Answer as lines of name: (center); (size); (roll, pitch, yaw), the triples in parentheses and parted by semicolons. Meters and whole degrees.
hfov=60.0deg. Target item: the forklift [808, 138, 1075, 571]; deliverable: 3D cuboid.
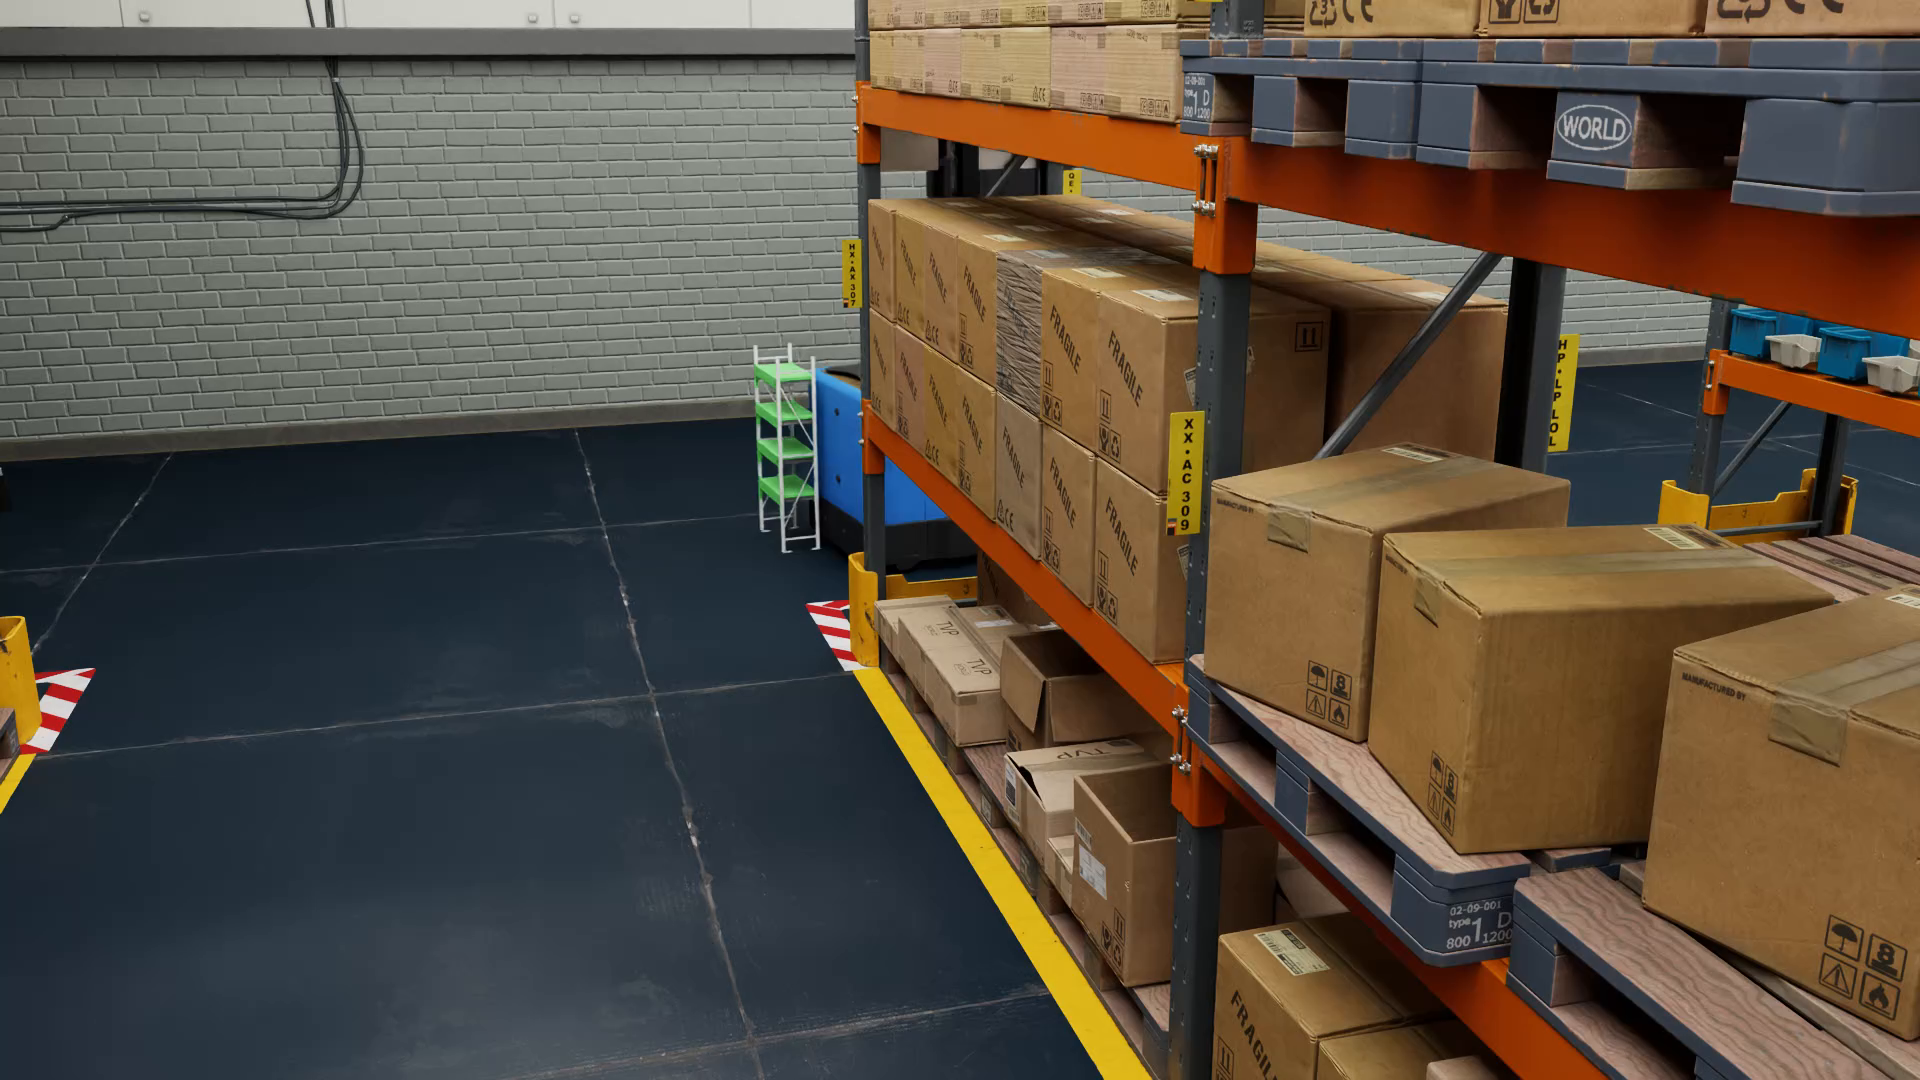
forklift: (0.605, -1.495, 10.334); (3.031, 2.935, 1.130); (-8, 18, -25)

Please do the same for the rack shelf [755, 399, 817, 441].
rack shelf: (-1.071, -0.741, 10.220); (0.258, 0.148, 0.480); (-7, 18, -21)

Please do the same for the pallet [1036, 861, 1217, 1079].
pallet: (0.918, 1.344, 5.612); (1.003, 0.211, 1.213); (-5, 17, -15)

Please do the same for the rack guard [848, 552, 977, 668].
rack guard: (0.028, 0.310, 8.551); (1.175, 0.500, 0.348); (-5, 17, -15)

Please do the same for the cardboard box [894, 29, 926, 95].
cardboard box: (0.029, -1.971, 6.848); (0.500, 0.250, 0.500); (-5, 17, -15)

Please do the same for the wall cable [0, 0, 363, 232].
wall cable: (-5.966, -3.494, 11.840); (3.097, 2.526, 0.112); (-5, 17, -15)

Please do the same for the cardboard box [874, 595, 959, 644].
cardboard box: (-0.208, 0.389, 8.132); (0.380, 0.149, 0.250); (-5, 17, -15)

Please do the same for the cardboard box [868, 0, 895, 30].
cardboard box: (-0.102, -2.350, 7.238); (0.500, 0.250, 0.500); (-5, 17, -15)

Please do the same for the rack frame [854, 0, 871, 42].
rack frame: (0.007, -3.781, 7.398); (1.000, 3.000, 0.127); (-5, 17, -15)

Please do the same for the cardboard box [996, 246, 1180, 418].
cardboard box: (0.437, -0.729, 5.753); (0.500, 0.500, 0.500); (-5, 17, -15)

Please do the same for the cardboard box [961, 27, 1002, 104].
cardboard box: (0.311, -1.695, 5.929); (0.500, 0.250, 0.500); (-5, 17, -15)

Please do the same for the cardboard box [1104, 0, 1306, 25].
cardboard box: (0.711, -1.519, 4.473); (0.500, 0.250, 0.500); (-5, 17, -15)

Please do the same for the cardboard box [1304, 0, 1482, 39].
cardboard box: (1.174, -1.390, 3.574); (0.600, 0.600, 0.600); (-6, 18, -20)

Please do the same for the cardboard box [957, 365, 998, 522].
cardboard box: (0.293, -0.393, 6.372); (0.500, 0.500, 0.500); (-4, 17, -15)

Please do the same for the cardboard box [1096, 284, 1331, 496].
cardboard box: (0.718, -0.448, 4.817); (0.500, 0.500, 0.500); (-5, 17, -15)

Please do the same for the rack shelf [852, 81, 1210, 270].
rack shelf: (0.557, -1.447, 6.092); (1.077, 0.370, 4.000); (-5, 17, -15)

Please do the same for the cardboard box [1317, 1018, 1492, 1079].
cardboard box: (1.162, 1.484, 3.877); (0.500, 0.500, 0.500); (-4, 17, -14)

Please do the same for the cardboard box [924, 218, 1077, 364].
cardboard box: (0.159, -1.009, 6.684); (0.500, 0.500, 0.500); (-4, 17, -14)

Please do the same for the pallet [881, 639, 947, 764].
pallet: (0.248, 0.669, 7.859); (1.003, 0.211, 1.213); (-5, 17, -15)

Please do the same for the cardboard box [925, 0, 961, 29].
cardboard box: (0.172, -2.073, 6.317); (0.500, 0.250, 0.500); (-5, 17, -15)

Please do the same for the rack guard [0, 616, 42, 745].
rack guard: (-4.762, 0.675, 7.336); (1.175, 0.500, 0.348); (-5, 17, -15)

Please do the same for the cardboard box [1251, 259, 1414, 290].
cardboard box: (1.105, -0.624, 5.403); (0.500, 0.500, 0.500); (-5, 18, -17)

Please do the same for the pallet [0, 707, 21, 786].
pallet: (-4.460, 1.035, 6.640); (1.003, 0.211, 1.213); (-5, 17, -15)

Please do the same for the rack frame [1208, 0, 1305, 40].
rack frame: (1.106, -2.675, 3.715); (1.000, 3.000, 0.127); (-5, 17, -15)

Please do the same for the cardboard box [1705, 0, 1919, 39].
cardboard box: (1.543, -1.021, 2.347); (0.600, 0.600, 0.600); (-5, 18, -17)

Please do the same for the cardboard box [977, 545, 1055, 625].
cardboard box: (0.393, 0.209, 8.122); (0.500, 0.500, 0.500); (-5, 17, -15)

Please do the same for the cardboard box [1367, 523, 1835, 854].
cardboard box: (1.271, 0.283, 3.392); (0.700, 0.500, 0.500); (-2, 17, -6)

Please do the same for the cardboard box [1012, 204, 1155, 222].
cardboard box: (0.533, -1.194, 7.301); (0.500, 0.500, 0.500); (-4, 17, -14)

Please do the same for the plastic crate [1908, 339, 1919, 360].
plastic crate: (5.169, -0.990, 8.888); (0.396, 0.136, 0.243); (-5, 17, -15)

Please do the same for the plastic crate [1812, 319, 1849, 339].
plastic crate: (5.042, -1.267, 9.289); (0.616, 0.435, 0.499); (-5, 17, -15)

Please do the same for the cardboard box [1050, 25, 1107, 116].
cardboard box: (0.590, -1.419, 5.009); (0.500, 0.250, 0.500); (-5, 17, -15)

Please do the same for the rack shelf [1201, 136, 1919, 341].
rack shelf: (1.656, -0.341, 2.408); (1.077, 0.370, 4.000); (-5, 17, -15)

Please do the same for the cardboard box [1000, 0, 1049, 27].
cardboard box: (0.442, -1.796, 5.395); (0.500, 0.250, 0.500); (-5, 17, -15)

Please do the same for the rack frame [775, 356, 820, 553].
rack frame: (-0.979, -0.507, 10.054); (0.240, 1.200, 0.015); (-7, 18, -21)

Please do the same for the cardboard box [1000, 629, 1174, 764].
cardboard box: (0.585, 0.664, 6.603); (0.797, 0.503, 0.637); (-5, 17, -15)

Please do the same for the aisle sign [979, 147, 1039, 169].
aisle sign: (0.283, -2.196, 8.031); (0.394, 0.787, 0.004); (-5, 17, -15)

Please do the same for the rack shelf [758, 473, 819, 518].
rack shelf: (-1.071, -0.281, 10.358); (0.258, 0.148, 0.480); (-7, 18, -21)

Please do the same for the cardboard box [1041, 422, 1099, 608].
cardboard box: (0.579, -0.110, 5.431); (0.500, 0.500, 0.500); (-4, 17, -14)

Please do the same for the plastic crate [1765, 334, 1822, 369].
plastic crate: (4.530, -1.012, 8.960); (0.250, 0.136, 0.298); (-5, 17, -15)

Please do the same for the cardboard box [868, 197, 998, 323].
cardboard box: (-0.125, -1.291, 7.625); (0.500, 0.500, 0.500); (-4, 17, -14)

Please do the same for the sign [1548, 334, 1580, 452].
sign: (1.639, -0.401, 4.561); (0.100, 0.325, 0.005); (-5, 17, -15)

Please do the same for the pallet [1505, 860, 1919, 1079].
pallet: (1.667, 0.859, 2.712); (1.003, 0.211, 1.213); (-5, 17, -15)

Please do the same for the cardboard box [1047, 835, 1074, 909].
cardboard box: (0.516, 1.119, 5.704); (0.380, 0.149, 0.250); (-5, 17, -15)

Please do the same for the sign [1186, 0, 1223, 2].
sign: (0.587, -1.441, 3.922); (0.100, 0.325, 0.005); (-5, 17, -15)

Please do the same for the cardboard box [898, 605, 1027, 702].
cardboard box: (0.021, 0.509, 7.558); (0.500, 0.250, 0.500); (-5, 17, -15)

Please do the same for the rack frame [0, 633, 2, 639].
rack frame: (-4.755, -0.516, 6.954); (1.000, 3.000, 0.127); (-5, 17, -15)

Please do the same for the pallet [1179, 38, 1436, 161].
pallet: (1.218, -0.962, 3.555); (1.213, 0.211, 1.003); (-5, 17, -15)

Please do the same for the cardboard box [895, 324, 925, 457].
cardboard box: (0.022, -0.670, 7.295); (0.500, 0.500, 0.500); (-5, 17, -16)

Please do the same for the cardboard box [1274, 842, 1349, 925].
cardboard box: (1.199, 1.142, 5.345); (0.500, 0.311, 0.500); (-5, 17, -15)

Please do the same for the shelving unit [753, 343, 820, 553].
shelving unit: (-1.071, -0.572, 10.271); (0.258, 1.200, 0.503); (-7, 18, -21)

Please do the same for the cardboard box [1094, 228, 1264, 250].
cardboard box: (0.821, -0.909, 6.352); (0.500, 0.500, 0.500); (-4, 17, -14)

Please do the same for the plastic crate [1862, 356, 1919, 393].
plastic crate: (4.717, -0.824, 8.335); (0.250, 0.136, 0.298); (-5, 17, -15)
